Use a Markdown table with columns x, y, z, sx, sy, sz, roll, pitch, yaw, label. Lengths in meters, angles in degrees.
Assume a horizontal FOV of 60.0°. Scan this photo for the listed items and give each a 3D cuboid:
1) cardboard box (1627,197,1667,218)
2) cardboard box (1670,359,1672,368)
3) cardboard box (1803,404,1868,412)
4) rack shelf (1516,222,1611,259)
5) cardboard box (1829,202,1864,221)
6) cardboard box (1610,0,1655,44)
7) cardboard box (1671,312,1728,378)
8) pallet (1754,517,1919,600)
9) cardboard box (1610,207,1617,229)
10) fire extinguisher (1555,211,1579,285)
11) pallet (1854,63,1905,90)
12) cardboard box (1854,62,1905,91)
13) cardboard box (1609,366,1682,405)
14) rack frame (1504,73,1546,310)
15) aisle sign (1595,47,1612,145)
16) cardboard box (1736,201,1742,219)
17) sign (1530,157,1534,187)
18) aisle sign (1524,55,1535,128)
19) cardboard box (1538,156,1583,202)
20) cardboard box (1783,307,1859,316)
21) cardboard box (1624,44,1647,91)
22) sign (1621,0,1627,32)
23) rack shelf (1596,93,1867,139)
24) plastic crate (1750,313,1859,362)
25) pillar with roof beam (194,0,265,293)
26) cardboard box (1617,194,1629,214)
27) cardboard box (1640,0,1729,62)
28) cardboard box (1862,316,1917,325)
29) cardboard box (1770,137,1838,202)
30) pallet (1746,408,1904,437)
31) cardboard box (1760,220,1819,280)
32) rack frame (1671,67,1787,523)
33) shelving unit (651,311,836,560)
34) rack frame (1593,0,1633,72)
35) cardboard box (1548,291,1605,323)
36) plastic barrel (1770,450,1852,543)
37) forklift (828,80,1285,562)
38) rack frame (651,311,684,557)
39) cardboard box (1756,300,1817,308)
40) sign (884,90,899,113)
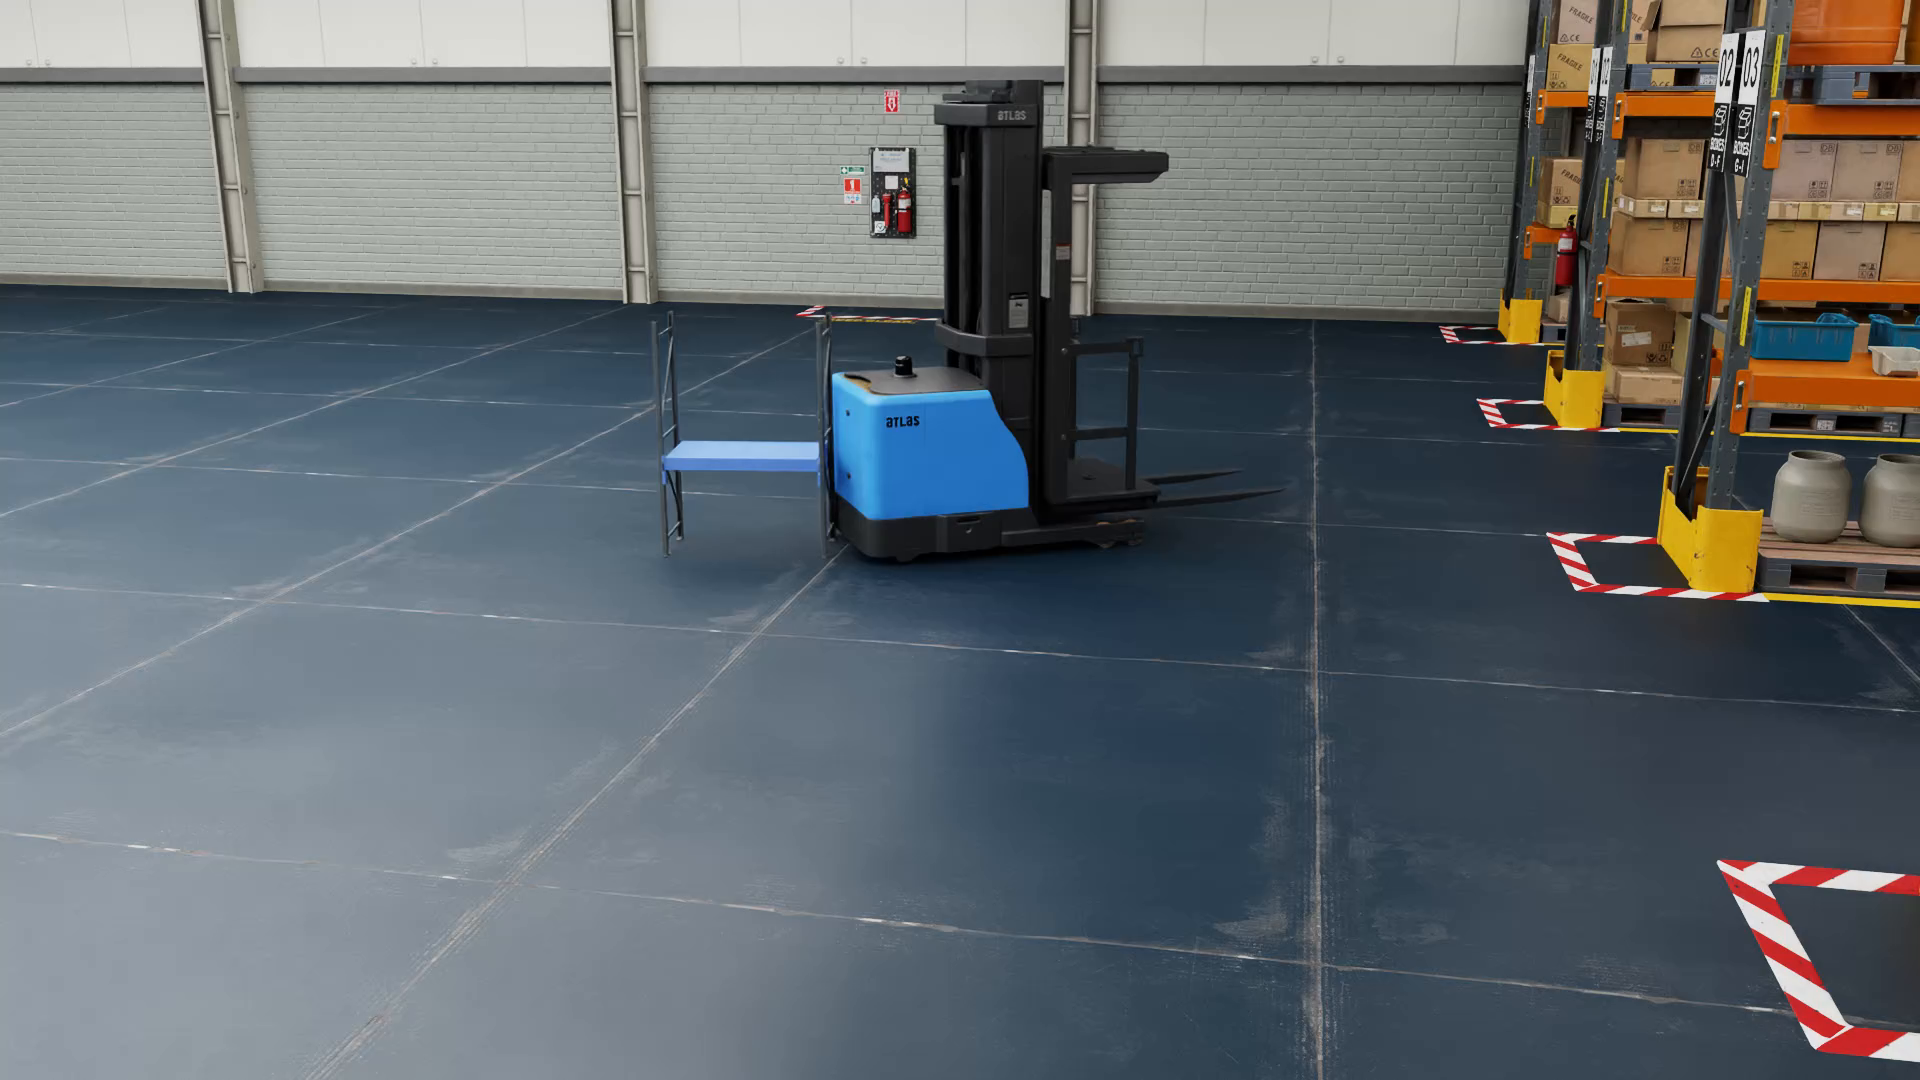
| x | y | z | sx | sy | sz | roll | pitch | yaw | label |
| --- | --- | --- | --- | --- | --- | --- | --- | --- | --- |
| 5.901 | -2.858 | 14.288 | 0.250 | 0.149 | 0.380 | 3 | 16 | 11 | cardboard box |
| 6.636 | -1.477 | 15.069 | 0.500 | 0.250 | 0.500 | 3 | 16 | 11 | cardboard box |
| 7.510 | -1.285 | 14.375 | 0.500 | 0.250 | 0.500 | 3 | 16 | 11 | cardboard box |
| 8.502 | -3.417 | 19.057 | 4.000 | 0.370 | 1.077 | 3 | 16 | 11 | rack shelf |
| 7.407 | -2.776 | 13.992 | 0.250 | 0.149 | 0.380 | 3 | 16 | 12 | cardboard box |
| 7.353 | -5.732 | 18.348 | 0.500 | 0.500 | 0.500 | 3 | 16 | 10 | cardboard box |
| 6.531 | -1.700 | 14.470 | 0.500 | 0.500 | 0.500 | 3 | 16 | 11 | cardboard box |
| 5.447 | 0.101 | 10.230 | 1.213 | 0.211 | 1.003 | 3 | 16 | 11 | pallet |
| 7.469 | -3.675 | 18.883 | 0.500 | 0.250 | 0.500 | 3 | 16 | 9 | cardboard box |
| 5.536 | -2.665 | 15.138 | 0.183 | 0.674 | 0.296 | 3 | 16 | 11 | fire extinguisher |
| 7.446 | -3.869 | 13.886 | 1.213 | 0.211 | 1.003 | 3 | 16 | 11 | pallet |
| 9.916 | -5.123 | 18.025 | 0.500 | 0.500 | 0.500 | 4 | 16 | 13 | cardboard box |
| 6.040 | -1.365 | 14.664 | 0.500 | 0.250 | 0.500 | 3 | 16 | 11 | cardboard box |
| 6.543 | -3.870 | 19.345 | 0.127 | 3.000 | 1.000 | 3 | 16 | 11 | rack frame |
| 5.434 | -3.751 | 14.043 | 0.004 | 0.787 | 0.394 | 3 | 16 | 11 | aisle sign |
| 6.651 | -2.817 | 14.140 | 0.250 | 0.149 | 0.380 | 3 | 16 | 10 | cardboard box |
| 6.435 | -4.146 | 18.717 | 0.005 | 0.325 | 0.100 | 3 | 16 | 11 | sign |
| 6.412 | -5.049 | 18.729 | 0.004 | 0.787 | 0.394 | 3 | 16 | 11 | aisle sign |
| 7.047 | -4.200 | 19.373 | 0.500 | 0.500 | 0.500 | 3 | 16 | 10 | cardboard box |
| 7.617 | -1.786 | 14.780 | 0.500 | 0.500 | 0.500 | 3 | 16 | 11 | cardboard box |
| 7.340 | -5.253 | 18.492 | 0.500 | 0.500 | 0.500 | 4 | 16 | 15 | cardboard box |
| 5.443 | -4.334 | 13.616 | 0.005 | 0.325 | 0.100 | 3 | 16 | 11 | sign |
| 7.519 | -3.567 | 13.978 | 4.000 | 0.370 | 1.077 | 3 | 16 | 11 | rack shelf |
| 5.118 | -1.259 | 10.196 | 0.616 | 0.251 | 0.499 | 3 | 16 | 11 | plastic crate |
| -11.096 | -6.782 | 18.618 | 0.400 | 9.000 | 9.100 | 3 | 16 | 11 | pillar with roof beam |
| 5.972 | -2.965 | 14.673 | 0.250 | 0.149 | 0.380 | 3 | 16 | 10 | cardboard box |
| 6.121 | -4.308 | 14.063 | 0.637 | 0.503 | 0.797 | 4 | 16 | 15 | cardboard box |
| 8.003 | -1.623 | 14.191 | 0.500 | 0.500 | 0.500 | 3 | 16 | 11 | cardboard box |
| 7.076 | -3.164 | 14.176 | 0.500 | 0.500 | 0.700 | 3 | 16 | 11 | cardboard box |
| 7.509 | -1.135 | 14.695 | 1.213 | 0.211 | 1.003 | 3 | 16 | 11 | pallet |
| 7.015 | -2.540 | 14.354 | 0.500 | 0.500 | 0.700 | 3 | 16 | 11 | cardboard box |
| 4.568 | -1.279 | 9.989 | 0.127 | 3.000 | 1.000 | 3 | 16 | 11 | rack frame |
| -1.358 | -0.673 | 10.610 | 1.048 | 1.500 | 0.538 | 1 | 16 | 3 | shelving unit |
| 5.559 | -5.465 | 13.866 | 0.127 | 3.000 | 1.000 | 3 | 16 | 11 | rack frame |
| 7.203 | -2.726 | 19.428 | 0.500 | 0.311 | 0.500 | 1 | 16 | 5 | cardboard box |
| 5.229 | -0.267 | 10.211 | 0.421 | 0.512 | 0.421 | 0 | 15 | 0 | plastic barrel |
| 0.693 | -1.492 | 10.887 | 3.031 | 2.935 | 1.130 | -5 | 16 | -19 | forklift |
| -1.866 | -0.679 | 10.634 | 0.032 | 1.500 | 0.500 | 1 | 16 | 3 | rack frame |
| 9.437 | -2.710 | 19.014 | 0.500 | 0.500 | 0.500 | 2 | 16 | 7 | cardboard box |
| -0.881 | -5.664 | 21.477 | 0.199 | 0.298 | 0.001 | 3 | 16 | 11 | sign |
